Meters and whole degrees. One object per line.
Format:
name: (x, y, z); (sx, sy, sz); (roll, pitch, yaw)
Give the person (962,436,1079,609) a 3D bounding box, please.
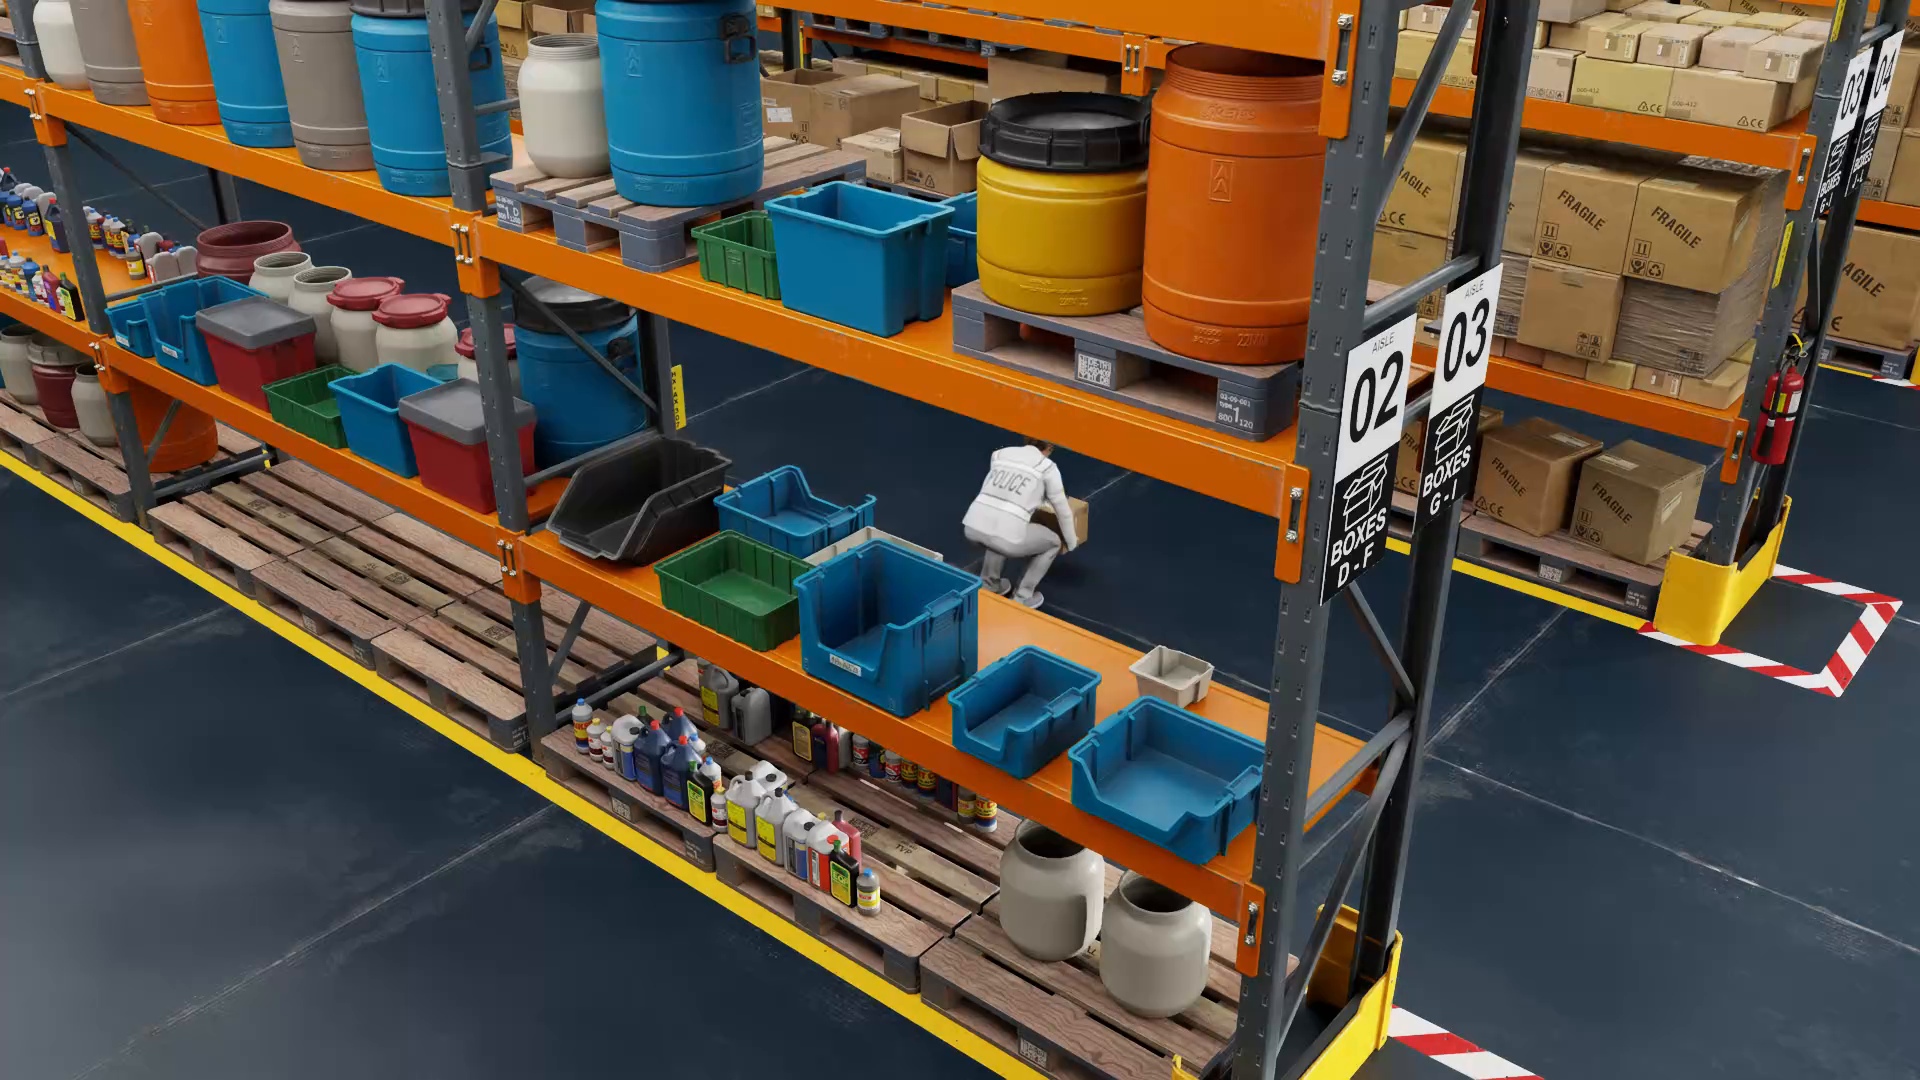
person: (0.332, -0.146, 9.590); (0.499, 1.033, 0.820); (21, 34, 34)
